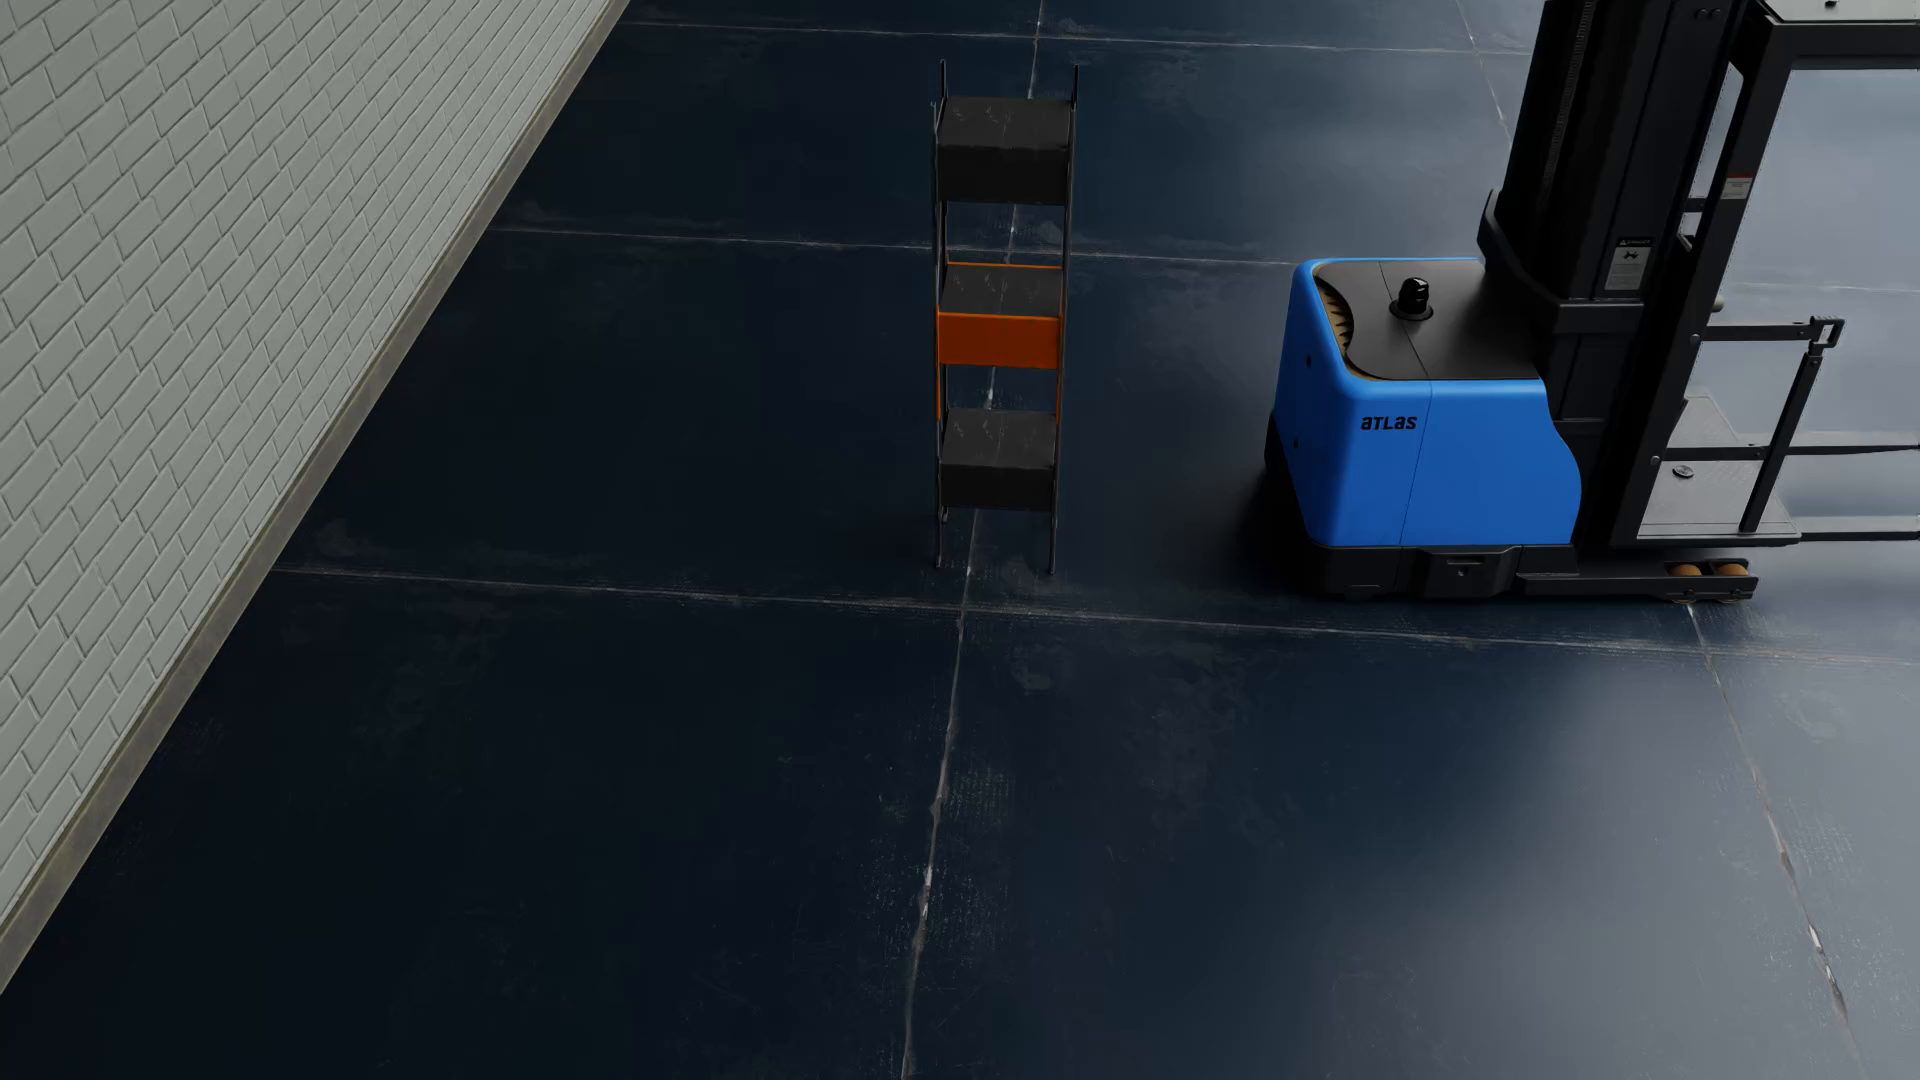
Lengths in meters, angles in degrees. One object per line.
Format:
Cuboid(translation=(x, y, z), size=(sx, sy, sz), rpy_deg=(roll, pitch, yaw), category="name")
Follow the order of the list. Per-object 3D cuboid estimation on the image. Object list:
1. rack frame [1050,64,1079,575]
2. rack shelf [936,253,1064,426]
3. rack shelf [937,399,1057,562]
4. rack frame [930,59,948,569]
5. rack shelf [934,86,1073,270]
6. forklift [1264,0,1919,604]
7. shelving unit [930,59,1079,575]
Cuboid(translation=(0.408, -0.792, 6.560), size=(0.015, 2.100, 0.400), rpy_deg=(3, 39, 4), category="rack frame")
Cuboid(translation=(0.165, -0.795, 6.585), size=(0.480, 0.518, 0.431), rpy_deg=(3, 39, 4), category="rack shelf")
Cuboid(translation=(0.165, -0.252, 7.027), size=(0.480, 0.518, 0.431), rpy_deg=(3, 39, 4), category="rack shelf")
Cuboid(translation=(-0.078, -0.819, 6.592), size=(0.015, 2.100, 0.400), rpy_deg=(3, 39, 4), category="rack frame")
Cuboid(translation=(0.165, -1.338, 6.143), size=(0.480, 0.518, 0.431), rpy_deg=(3, 39, 4), category="rack shelf")
Cuboid(translation=(2.912, -1.207, 6.411), size=(3.031, 2.935, 1.130), rpy_deg=(-1, 39, -1), category="forklift")
Cuboid(translation=(0.165, -0.805, 6.576), size=(0.503, 2.100, 0.431), rpy_deg=(3, 39, 4), category="shelving unit")
